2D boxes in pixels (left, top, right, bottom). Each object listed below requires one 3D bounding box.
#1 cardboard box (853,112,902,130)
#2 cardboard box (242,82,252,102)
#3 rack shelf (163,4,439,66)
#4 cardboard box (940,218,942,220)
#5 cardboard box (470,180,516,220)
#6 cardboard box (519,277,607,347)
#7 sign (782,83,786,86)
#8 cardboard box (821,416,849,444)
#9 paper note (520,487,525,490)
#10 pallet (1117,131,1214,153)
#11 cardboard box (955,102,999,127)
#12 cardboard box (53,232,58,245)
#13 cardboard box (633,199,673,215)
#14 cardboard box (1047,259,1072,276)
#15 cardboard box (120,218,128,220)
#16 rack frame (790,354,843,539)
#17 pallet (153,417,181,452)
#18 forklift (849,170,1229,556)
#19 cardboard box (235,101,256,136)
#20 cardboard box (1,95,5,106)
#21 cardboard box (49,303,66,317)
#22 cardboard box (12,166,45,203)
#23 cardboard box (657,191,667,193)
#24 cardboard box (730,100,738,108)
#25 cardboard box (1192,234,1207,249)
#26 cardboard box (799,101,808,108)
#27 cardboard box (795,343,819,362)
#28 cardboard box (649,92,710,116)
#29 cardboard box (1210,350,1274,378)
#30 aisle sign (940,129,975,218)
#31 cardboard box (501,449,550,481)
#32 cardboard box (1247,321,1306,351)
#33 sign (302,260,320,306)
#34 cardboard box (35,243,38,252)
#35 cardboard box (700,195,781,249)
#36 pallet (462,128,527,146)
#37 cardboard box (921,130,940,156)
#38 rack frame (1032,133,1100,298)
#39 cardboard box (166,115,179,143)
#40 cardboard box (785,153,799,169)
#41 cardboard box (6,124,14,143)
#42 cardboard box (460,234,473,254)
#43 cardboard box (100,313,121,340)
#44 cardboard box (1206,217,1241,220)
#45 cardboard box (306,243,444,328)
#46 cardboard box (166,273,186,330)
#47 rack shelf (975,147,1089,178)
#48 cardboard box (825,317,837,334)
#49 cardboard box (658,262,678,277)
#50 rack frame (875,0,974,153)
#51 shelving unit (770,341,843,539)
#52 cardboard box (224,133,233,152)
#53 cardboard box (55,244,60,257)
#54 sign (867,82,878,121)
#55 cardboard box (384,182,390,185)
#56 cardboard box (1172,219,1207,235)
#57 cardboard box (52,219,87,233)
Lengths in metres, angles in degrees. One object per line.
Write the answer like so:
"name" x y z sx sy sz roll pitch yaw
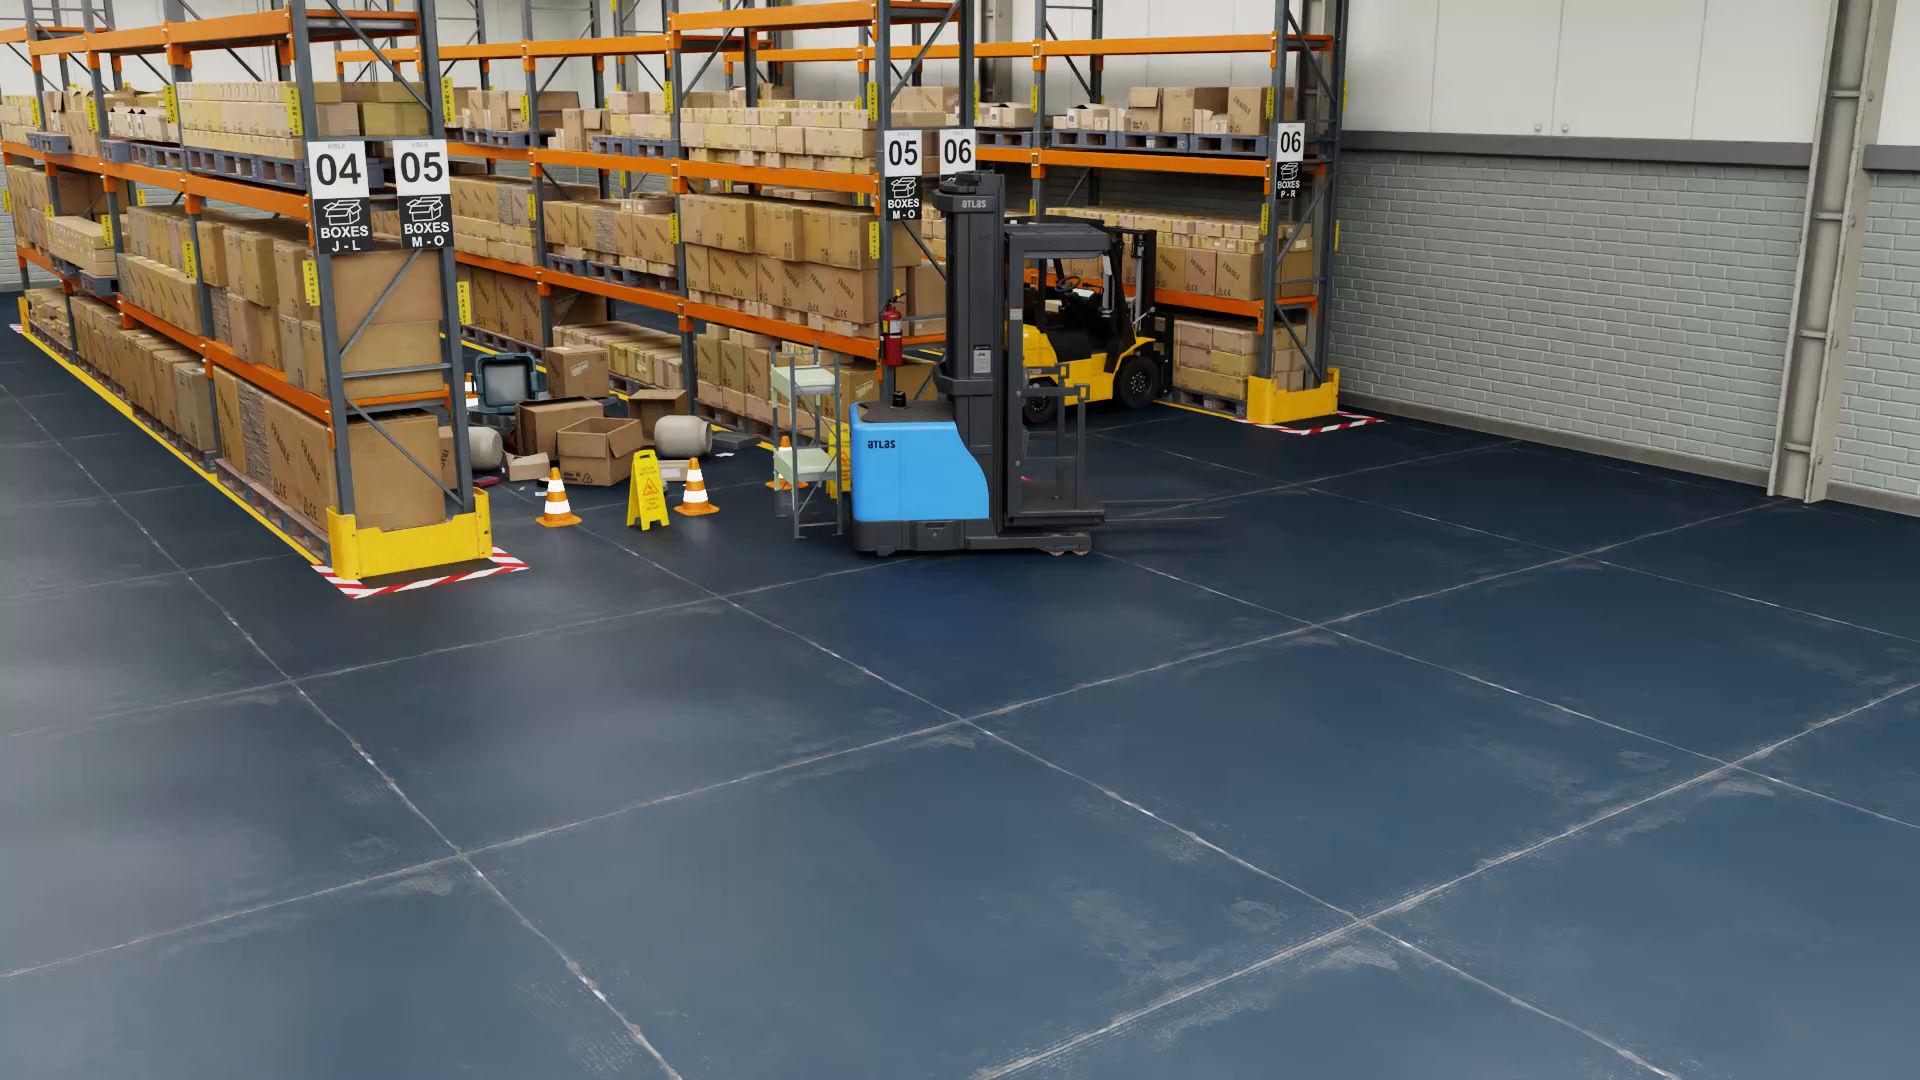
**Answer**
"cardboard box" -0.746 -3.798 15.053 0.380 0.149 0.250 -11 19 -34
"cardboard box" -5.321 -3.468 12.865 0.380 0.149 0.250 -11 19 -34
"rack shelf" -5.429 -4.052 13.455 1.077 0.370 4.000 -11 19 -35
"cardboard box" -0.052 -4.474 22.821 0.380 0.149 0.250 -11 19 -35
"cardboard box" -6.414 -4.694 22.962 0.500 0.500 0.500 -11 19 -35
"cardboard box" -5.351 -3.108 22.478 0.875 0.875 0.875 -11 19 -35
"sign" -2.904 -7.368 27.406 0.100 0.325 0.005 -11 19 -35
"cardboard box" -1.015 -1.074 16.229 0.500 0.250 0.500 -11 19 -35
"paper note" -4.025 -0.474 15.289 0.032 0.001 0.123 -2 15 -6
"pallet" 2.588 -4.652 19.377 1.003 0.211 1.213 -11 19 -35
"cardboard box" 0.279 -5.622 21.936 0.500 0.311 0.500 -12 19 -36
"cardboard box" -11.143 -3.793 20.869 0.380 0.149 0.250 -10 18 -33
"cardboard box" -3.530 -3.831 19.115 0.380 0.149 0.250 -12 19 -36
"cardboard box" 1.402 -3.600 20.856 0.500 0.500 0.500 -12 19 -36
"cardboard box" -10.451 -3.978 20.981 0.380 0.149 0.250 -11 19 -35
"rack frame" -1.163 -0.754 13.489 0.400 1.500 0.023 -5 16 -17
"pallet" -7.841 -1.194 17.540 1.003 0.211 1.213 -11 19 -35
"forklift" 0.627 -1.430 13.247 3.031 2.935 1.130 -1 15 -5
"cardboard box" -5.355 -3.315 13.061 0.500 0.250 0.500 -11 19 -35
"cardboard box" -13.418 -6.265 23.683 0.380 0.149 0.250 -11 19 -35
"cardboard box" -12.386 -3.195 23.046 0.380 0.149 0.250 -12 19 -37
"cardboard box" -13.309 -5.118 23.947 0.500 0.500 0.500 -10 18 -33
"cardboard box" -5.218 -6.263 30.498 0.500 0.250 0.500 -10 18 -33
"cardboard box" -3.530 -6.983 26.653 0.380 0.149 0.250 -10 18 -33
"cardboard box" 2.860 -3.394 18.875 0.380 0.149 0.250 -11 19 -35
"cardboard box" -2.204 -6.555 25.129 0.380 0.149 0.250 -11 19 -34
"cardboard box" -1.406 -1.865 16.471 0.380 0.149 0.250 -10 18 -34
"cardboard box" -3.104 -4.837 18.428 0.500 0.250 0.500 -10 18 -33
"cardboard box" 3.166 -2.005 18.687 0.500 0.250 0.500 -11 19 -35
"aisle sign" -0.021 -3.350 15.209 0.394 0.787 0.004 -11 19 -35
"cardboard box" -4.104 -0.726 15.724 0.396 0.266 0.258 -7 17 -25
"cardboard box" 3.575 -2.323 18.901 0.500 0.250 0.500 -11 19 -35
"sign" -4.700 -1.863 12.058 0.100 0.325 0.005 -11 19 -35
"cardboard box" -12.912 -4.180 23.642 0.380 0.149 0.250 -11 19 -36
"cardboard box" -2.294 -3.349 17.484 0.700 0.500 0.500 -11 19 -34
"pallet" -6.093 -5.493 22.638 1.003 0.211 1.213 -10 18 -32
"cardboard box" -0.388 -3.728 15.553 0.500 0.250 0.500 -11 19 -36
"rack frame" 1.353 -3.687 21.364 1.000 3.000 0.127 -11 19 -35
"cardboard box" -7.149 -3.877 15.675 0.500 0.250 0.500 -11 19 -34
"cardboard box" -1.475 -3.697 16.197 0.380 0.149 0.250 -11 19 -36
"cardboard box" -13.297 -5.814 23.737 0.500 0.250 0.500 -10 18 -33
"cardboard box" -6.725 -4.194 23.502 0.500 0.250 0.500 -11 19 -35
"cardboard box" -9.877 -2.550 19.729 0.500 0.250 0.500 -11 19 -34
"cardboard box" 3.078 -3.665 19.302 0.380 0.149 0.250 -10 18 -33
"cardboard box" -4.440 -1.950 12.688 0.875 0.550 0.550 -11 19 -35
"cardboard box" -7.425 -2.351 16.296 0.500 0.500 0.500 -11 19 -35
"rack shelf" 0.177 -5.213 22.623 1.077 0.370 4.000 -11 19 -35
"cardboard box" -1.073 -2.082 15.975 0.380 0.149 0.250 -11 19 -35
"cardboard box" -3.186 -3.064 18.768 0.380 0.149 0.250 -11 19 -34
"rack frame" -0.308 -4.955 14.633 1.000 3.000 0.127 -11 19 -35
"shelving unit" -1.277 -0.846 13.825 0.431 1.500 0.755 -5 16 -17
"cardboard box" -5.771 -3.247 13.565 0.380 0.149 0.250 -11 19 -34
"cardboard box" -11.137 -3.647 20.900 0.380 0.149 0.250 -11 19 -34
"sign" -0.769 -3.853 14.613 0.100 0.325 0.005 -11 19 -35
"cardboard box" -8.752 -5.537 26.042 0.500 0.500 0.500 -11 19 -34
"cardboard box" 2.648 -3.583 19.005 0.380 0.149 0.250 -10 18 -33
"cardboard box" -11.132 -3.933 20.817 0.380 0.149 0.250 -11 19 -34
